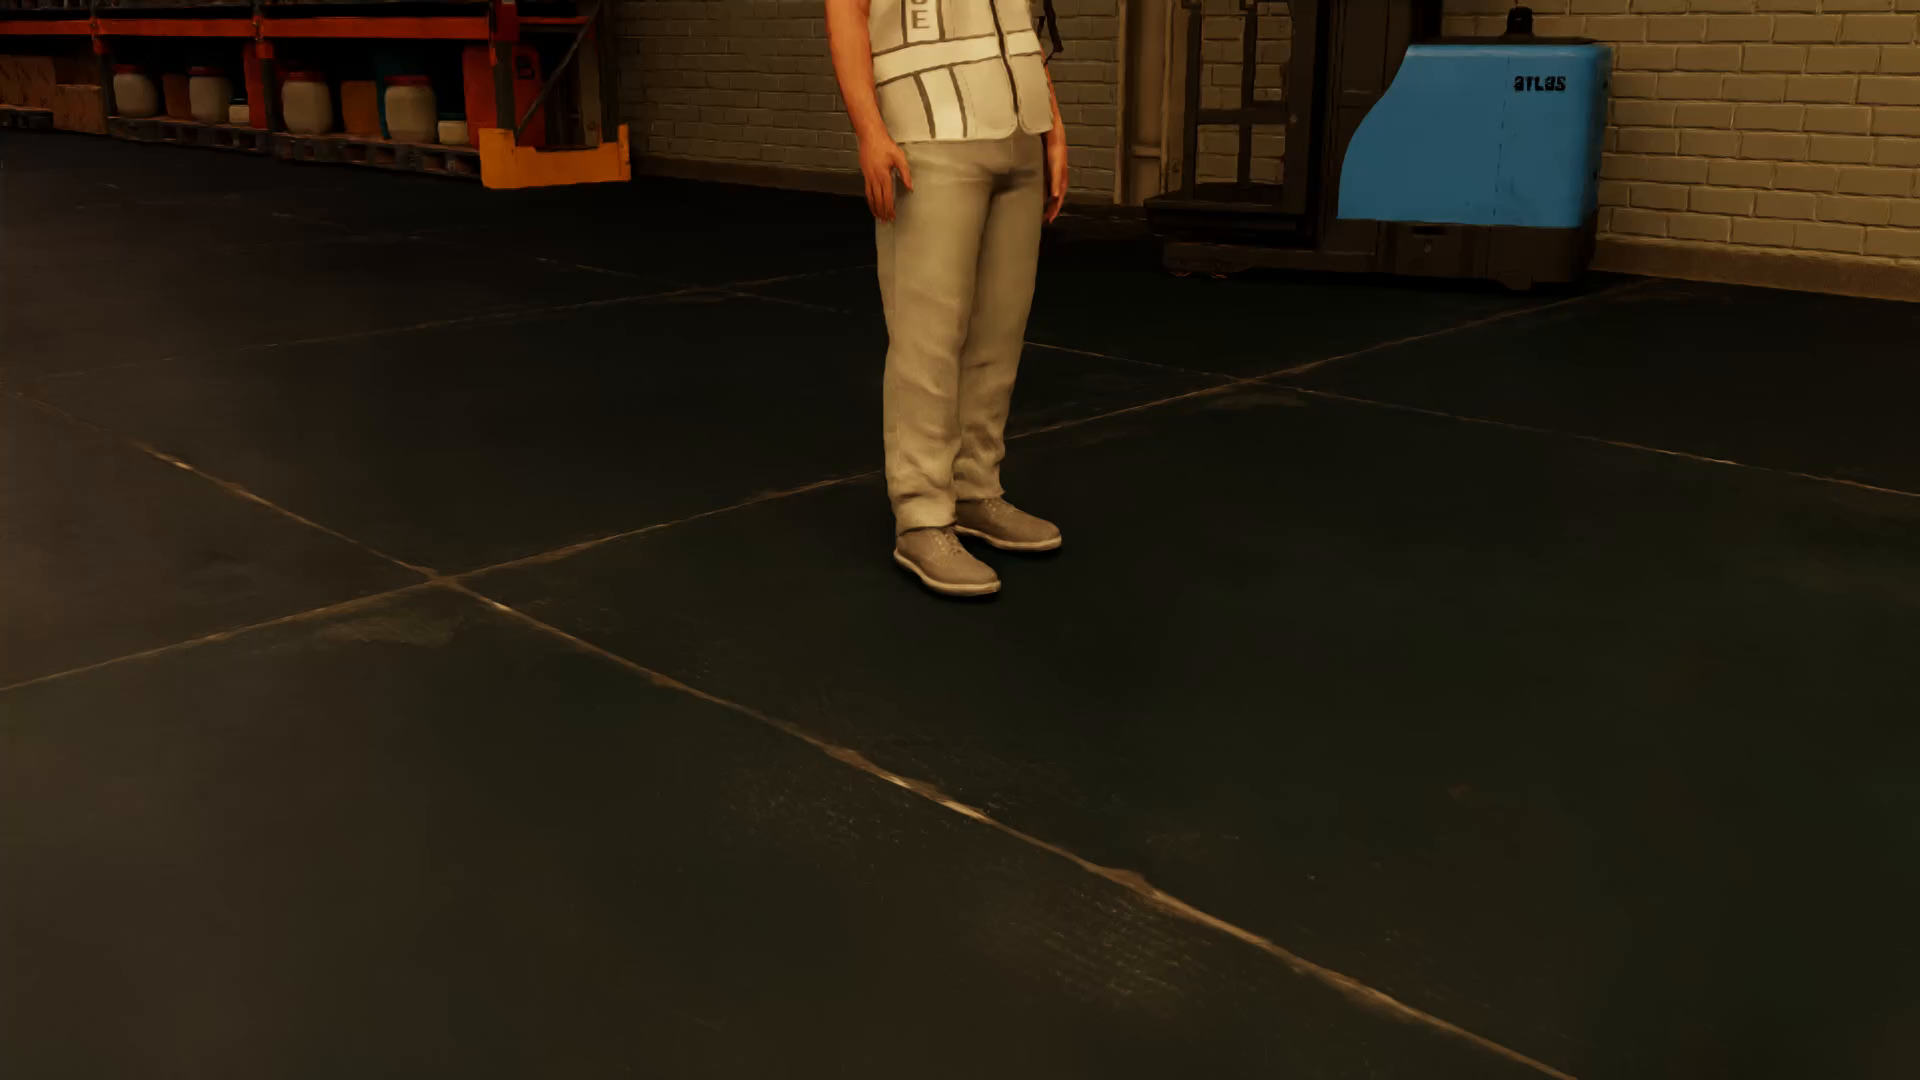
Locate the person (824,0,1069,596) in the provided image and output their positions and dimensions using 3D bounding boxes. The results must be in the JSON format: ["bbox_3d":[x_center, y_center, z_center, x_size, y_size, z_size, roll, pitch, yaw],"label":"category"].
[{"bbox_3d":[0.047,-0.841,3.570,0.574,1.781,0.640,16,23,42],"label":"person"}]

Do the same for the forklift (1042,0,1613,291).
[{"bbox_3d":[1.531,-2.775,7.920,3.031,2.935,1.130,8,19,23],"label":"forklift"}]
